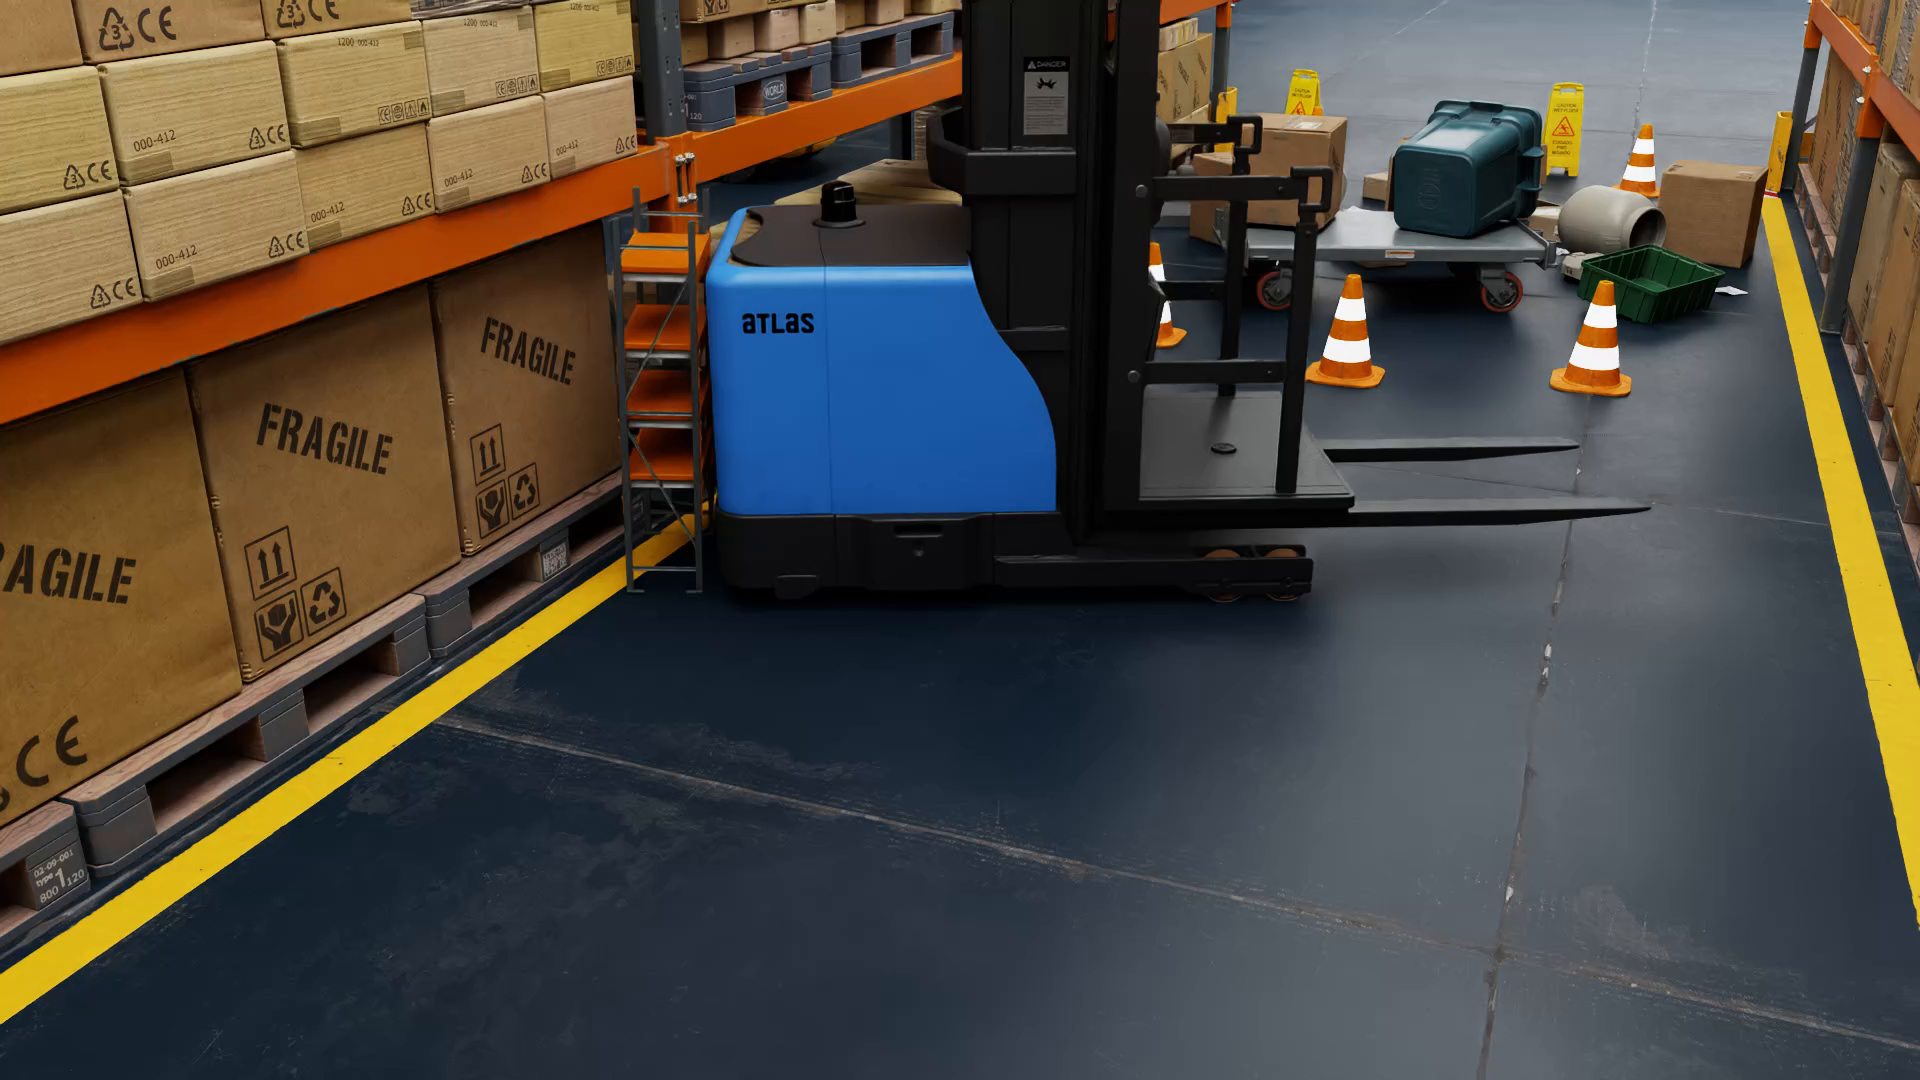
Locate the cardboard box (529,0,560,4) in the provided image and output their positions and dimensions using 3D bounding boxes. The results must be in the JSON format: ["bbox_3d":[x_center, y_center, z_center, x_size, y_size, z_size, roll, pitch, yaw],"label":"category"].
[{"bbox_3d":[-1.355,-1.872,4.913,0.500,0.500,0.500,8,24,19],"label":"cardboard box"}]

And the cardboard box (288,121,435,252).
[{"bbox_3d":[-1.730,-0.937,4.295,0.500,0.250,0.500,9,24,20],"label":"cardboard box"}]

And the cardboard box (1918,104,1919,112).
[{"bbox_3d":[3.705,-1.701,5.801,0.500,0.500,0.500,9,24,21],"label":"cardboard box"}]

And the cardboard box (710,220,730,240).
[{"bbox_3d":[-0.633,-1.305,7.846,0.950,0.372,0.625,10,25,22],"label":"cardboard box"}]

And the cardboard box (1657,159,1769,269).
[{"bbox_3d":[4.337,-1.896,9.637,0.500,0.500,0.500,13,26,29],"label":"cardboard box"}]

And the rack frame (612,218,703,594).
[{"bbox_3d":[-0.922,-0.385,5.102,0.240,1.200,0.015,1,23,-4],"label":"rack frame"}]

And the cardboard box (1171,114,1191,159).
[{"bbox_3d":[1.316,-2.863,11.734,0.500,0.250,0.500,9,24,20],"label":"cardboard box"}]

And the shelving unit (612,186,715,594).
[{"bbox_3d":[-0.935,-0.479,5.327,0.258,1.200,0.503,1,23,-4],"label":"shelving unit"}]

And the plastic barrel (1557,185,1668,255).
[{"bbox_3d":[3.711,-1.783,9.468,0.421,0.421,0.512,-12,25,-26],"label":"plastic barrel"}]

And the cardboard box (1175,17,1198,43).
[{"bbox_3d":[1.436,-3.555,11.577,0.380,0.149,0.250,10,24,22],"label":"cardboard box"}]

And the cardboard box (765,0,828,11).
[{"bbox_3d":[-0.837,-2.279,6.255,0.500,0.500,0.500,10,25,23],"label":"cardboard box"}]

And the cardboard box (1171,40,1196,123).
[{"bbox_3d":[1.320,-3.209,11.591,0.500,0.500,0.500,10,25,22],"label":"cardboard box"}]

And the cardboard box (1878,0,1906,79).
[{"bbox_3d":[4.268,-2.242,7.096,0.500,0.500,0.500,9,24,21],"label":"cardboard box"}]

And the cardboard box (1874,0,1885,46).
[{"bbox_3d":[4.839,-2.549,7.765,0.875,0.550,0.550,9,24,20],"label":"cardboard box"}]

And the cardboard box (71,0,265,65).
[{"bbox_3d":[-1.923,-1.330,3.616,0.500,0.500,0.500,8,24,19],"label":"cardboard box"}]

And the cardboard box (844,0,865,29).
[{"bbox_3d":[-0.625,-2.242,7.006,0.380,0.149,0.250,10,25,22],"label":"cardboard box"}]

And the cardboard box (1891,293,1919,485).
[{"bbox_3d":[3.859,-0.588,5.641,1.050,0.750,0.750,9,24,21],"label":"cardboard box"}]

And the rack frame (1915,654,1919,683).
[{"bbox_3d":[3.228,-0.914,4.047,1.000,3.000,0.127,9,24,20],"label":"rack frame"}]

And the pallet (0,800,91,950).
[{"bbox_3d":[-2.675,0.844,3.455,1.003,0.211,1.213,9,24,20],"label":"pallet"}]

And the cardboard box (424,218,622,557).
[{"bbox_3d":[-1.739,-0.565,5.422,0.875,0.875,0.875,9,24,20],"label":"cardboard box"}]

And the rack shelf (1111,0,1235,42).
[{"bbox_3d":[0.823,-3.402,10.936,1.077,0.370,4.000,9,24,20],"label":"rack shelf"}]

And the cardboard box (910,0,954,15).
[{"bbox_3d":[-0.247,-2.509,7.647,0.380,0.149,0.250,9,24,20],"label":"cardboard box"}]

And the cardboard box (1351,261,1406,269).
[{"bbox_3d":[2.375,-1.741,9.573,0.258,0.266,0.396,-7,24,-17],"label":"cardboard box"}]

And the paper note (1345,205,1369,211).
[{"bbox_3d":[2.608,-2.169,10.917,0.148,0.019,0.142,19,29,38],"label":"paper note"}]

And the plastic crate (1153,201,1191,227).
[{"bbox_3d":[1.425,-2.115,10.711,0.402,0.080,0.583,1,23,2],"label":"plastic crate"}]

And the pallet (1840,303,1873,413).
[{"bbox_3d":[4.497,-0.772,7.325,1.003,0.211,1.213,9,24,20],"label":"pallet"}]

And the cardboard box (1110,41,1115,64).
[{"bbox_3d":[0.841,-2.981,10.204,0.380,0.149,0.250,10,25,22],"label":"cardboard box"}]

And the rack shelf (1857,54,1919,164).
[{"bbox_3d":[3.971,-1.298,5.899,1.077,0.370,4.000,9,24,20],"label":"rack shelf"}]

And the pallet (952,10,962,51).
[{"bbox_3d":[-0.339,-2.677,8.516,1.003,0.211,1.213,9,24,20],"label":"pallet"}]

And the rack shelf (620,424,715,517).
[{"bbox_3d":[-0.946,-0.234,5.429,0.258,0.148,0.480,1,23,-4],"label":"rack shelf"}]

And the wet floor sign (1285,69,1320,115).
[{"bbox_3d":[2.630,-3.278,12.761,0.267,0.644,0.232,19,29,38],"label":"wet floor sign"}]

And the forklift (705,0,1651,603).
[{"bbox_3d":[0.730,-1.357,5.196,3.031,2.935,1.130,-1,23,-2],"label":"forklift"}]

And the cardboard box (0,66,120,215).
[{"bbox_3d":[-2.087,-0.801,3.323,0.500,0.250,0.500,9,24,21],"label":"cardboard box"}]

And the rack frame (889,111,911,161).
[{"bbox_3d":[0.080,-3.018,9.084,1.000,3.000,0.127,9,24,20],"label":"rack frame"}]

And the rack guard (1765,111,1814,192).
[{"bbox_3d":[6.208,-2.632,11.403,1.175,0.500,0.348,9,24,20],"label":"rack guard"}]

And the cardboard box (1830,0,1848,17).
[{"bbox_3d":[5.595,-3.325,9.623,0.875,0.550,0.550,9,24,20],"label":"cardboard box"}]

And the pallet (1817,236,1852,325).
[{"bbox_3d":[5.069,-1.320,8.636,1.003,0.211,1.213,9,24,20],"label":"pallet"}]

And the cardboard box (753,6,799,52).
[{"bbox_3d":[-0.832,-1.942,6.289,0.380,0.149,0.250,7,24,17],"label":"cardboard box"}]

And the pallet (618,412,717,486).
[{"bbox_3d":[-1.114,-0.580,6.864,1.003,0.211,1.213,9,24,20],"label":"pallet"}]

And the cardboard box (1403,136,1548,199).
[{"bbox_3d":[3.264,-2.307,10.620,0.797,0.503,0.637,-7,24,-17],"label":"cardboard box"}]

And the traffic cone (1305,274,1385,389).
[{"bbox_3d":[1.740,-0.957,7.440,0.336,0.463,0.334,9,24,20],"label":"traffic cone"}]

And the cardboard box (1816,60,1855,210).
[{"bbox_3d":[5.684,-2.423,9.871,0.875,0.875,0.875,8,24,19],"label":"cardboard box"}]

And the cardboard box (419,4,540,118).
[{"bbox_3d":[-1.537,-1.355,4.647,0.500,0.250,0.500,8,24,19],"label":"cardboard box"}]
